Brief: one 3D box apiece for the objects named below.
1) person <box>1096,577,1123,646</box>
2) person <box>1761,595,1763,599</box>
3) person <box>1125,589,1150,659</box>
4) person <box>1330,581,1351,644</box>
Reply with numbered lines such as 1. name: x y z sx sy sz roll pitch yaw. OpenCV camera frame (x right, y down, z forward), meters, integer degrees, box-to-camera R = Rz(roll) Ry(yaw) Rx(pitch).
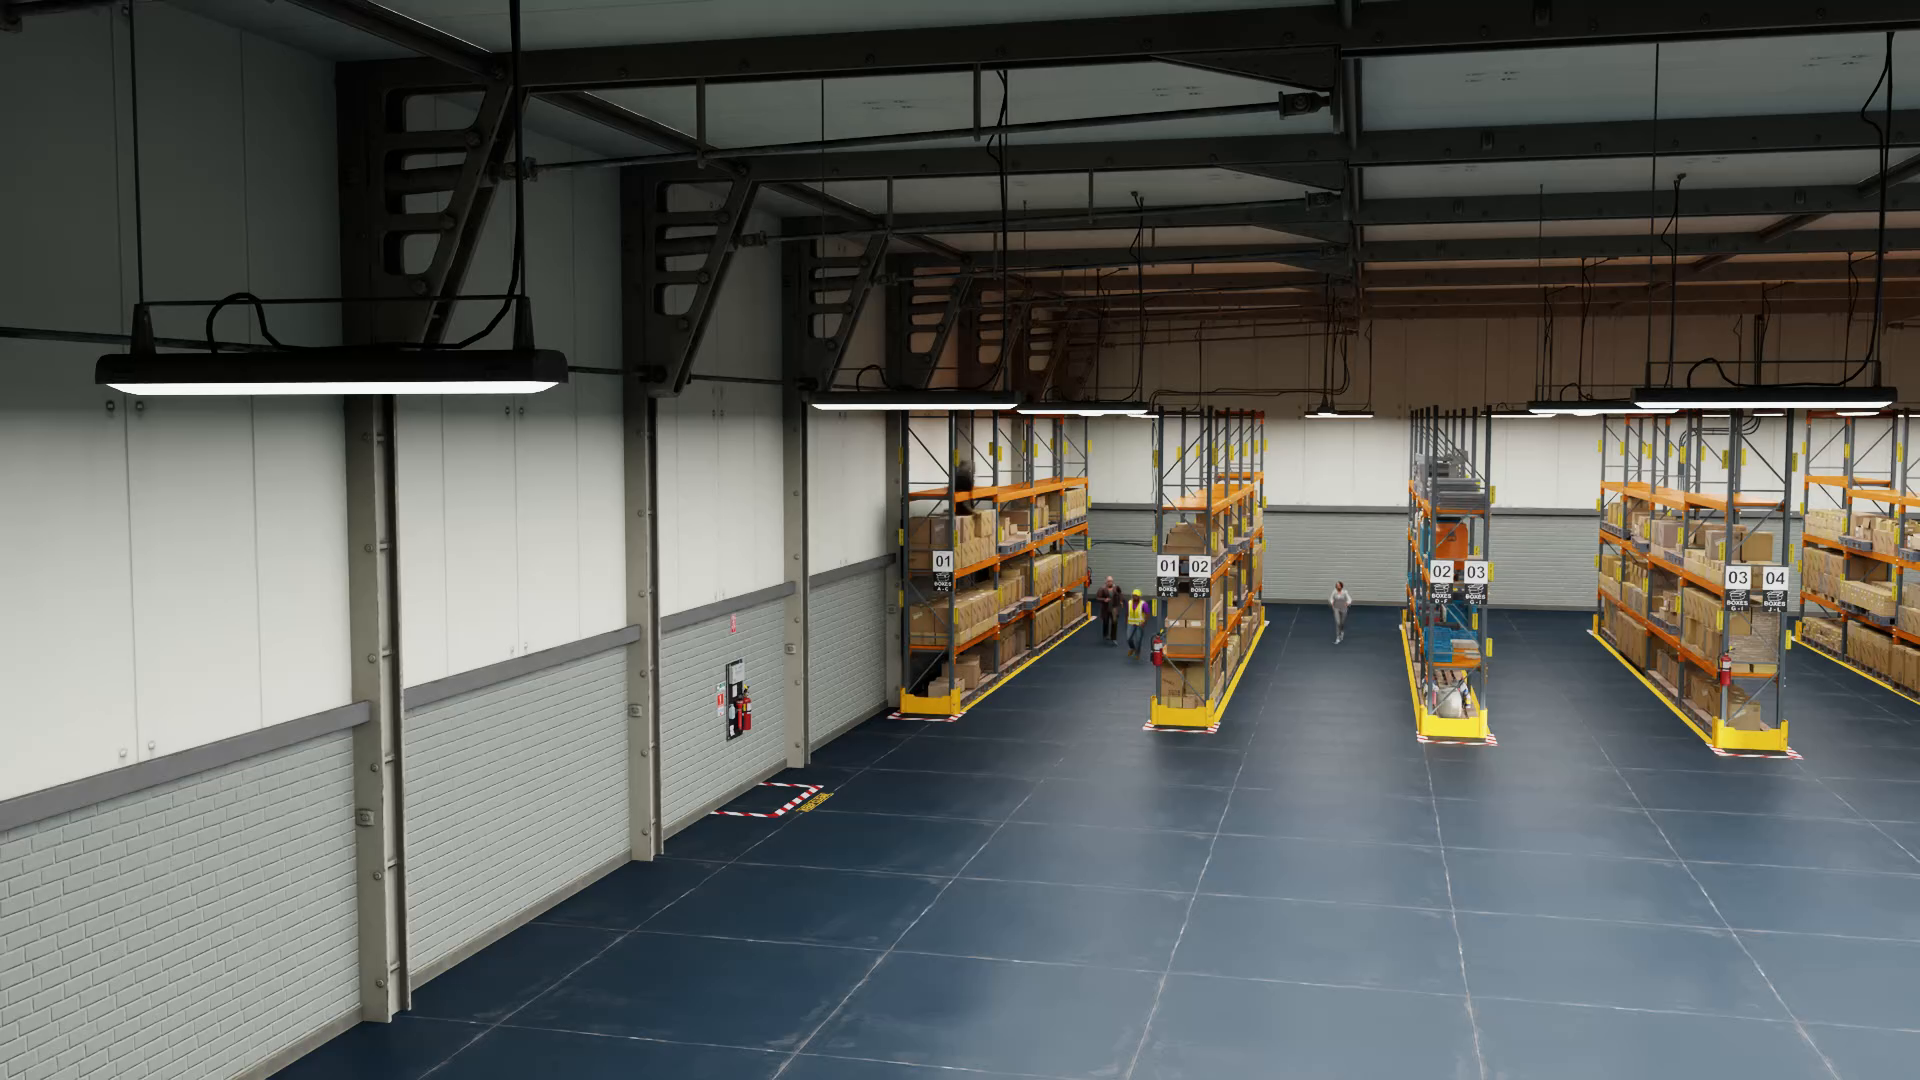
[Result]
1. person: 3.840 1.798 42.685 0.710 1.757 1.059 0 4 0
2. person: 18.235 2.131 37.728 0.688 1.847 0.931 1 4 13
3. person: 4.193 2.016 39.631 0.704 1.714 0.798 1 4 20
4. person: 9.836 1.851 42.967 0.537 1.607 0.733 1 4 17
